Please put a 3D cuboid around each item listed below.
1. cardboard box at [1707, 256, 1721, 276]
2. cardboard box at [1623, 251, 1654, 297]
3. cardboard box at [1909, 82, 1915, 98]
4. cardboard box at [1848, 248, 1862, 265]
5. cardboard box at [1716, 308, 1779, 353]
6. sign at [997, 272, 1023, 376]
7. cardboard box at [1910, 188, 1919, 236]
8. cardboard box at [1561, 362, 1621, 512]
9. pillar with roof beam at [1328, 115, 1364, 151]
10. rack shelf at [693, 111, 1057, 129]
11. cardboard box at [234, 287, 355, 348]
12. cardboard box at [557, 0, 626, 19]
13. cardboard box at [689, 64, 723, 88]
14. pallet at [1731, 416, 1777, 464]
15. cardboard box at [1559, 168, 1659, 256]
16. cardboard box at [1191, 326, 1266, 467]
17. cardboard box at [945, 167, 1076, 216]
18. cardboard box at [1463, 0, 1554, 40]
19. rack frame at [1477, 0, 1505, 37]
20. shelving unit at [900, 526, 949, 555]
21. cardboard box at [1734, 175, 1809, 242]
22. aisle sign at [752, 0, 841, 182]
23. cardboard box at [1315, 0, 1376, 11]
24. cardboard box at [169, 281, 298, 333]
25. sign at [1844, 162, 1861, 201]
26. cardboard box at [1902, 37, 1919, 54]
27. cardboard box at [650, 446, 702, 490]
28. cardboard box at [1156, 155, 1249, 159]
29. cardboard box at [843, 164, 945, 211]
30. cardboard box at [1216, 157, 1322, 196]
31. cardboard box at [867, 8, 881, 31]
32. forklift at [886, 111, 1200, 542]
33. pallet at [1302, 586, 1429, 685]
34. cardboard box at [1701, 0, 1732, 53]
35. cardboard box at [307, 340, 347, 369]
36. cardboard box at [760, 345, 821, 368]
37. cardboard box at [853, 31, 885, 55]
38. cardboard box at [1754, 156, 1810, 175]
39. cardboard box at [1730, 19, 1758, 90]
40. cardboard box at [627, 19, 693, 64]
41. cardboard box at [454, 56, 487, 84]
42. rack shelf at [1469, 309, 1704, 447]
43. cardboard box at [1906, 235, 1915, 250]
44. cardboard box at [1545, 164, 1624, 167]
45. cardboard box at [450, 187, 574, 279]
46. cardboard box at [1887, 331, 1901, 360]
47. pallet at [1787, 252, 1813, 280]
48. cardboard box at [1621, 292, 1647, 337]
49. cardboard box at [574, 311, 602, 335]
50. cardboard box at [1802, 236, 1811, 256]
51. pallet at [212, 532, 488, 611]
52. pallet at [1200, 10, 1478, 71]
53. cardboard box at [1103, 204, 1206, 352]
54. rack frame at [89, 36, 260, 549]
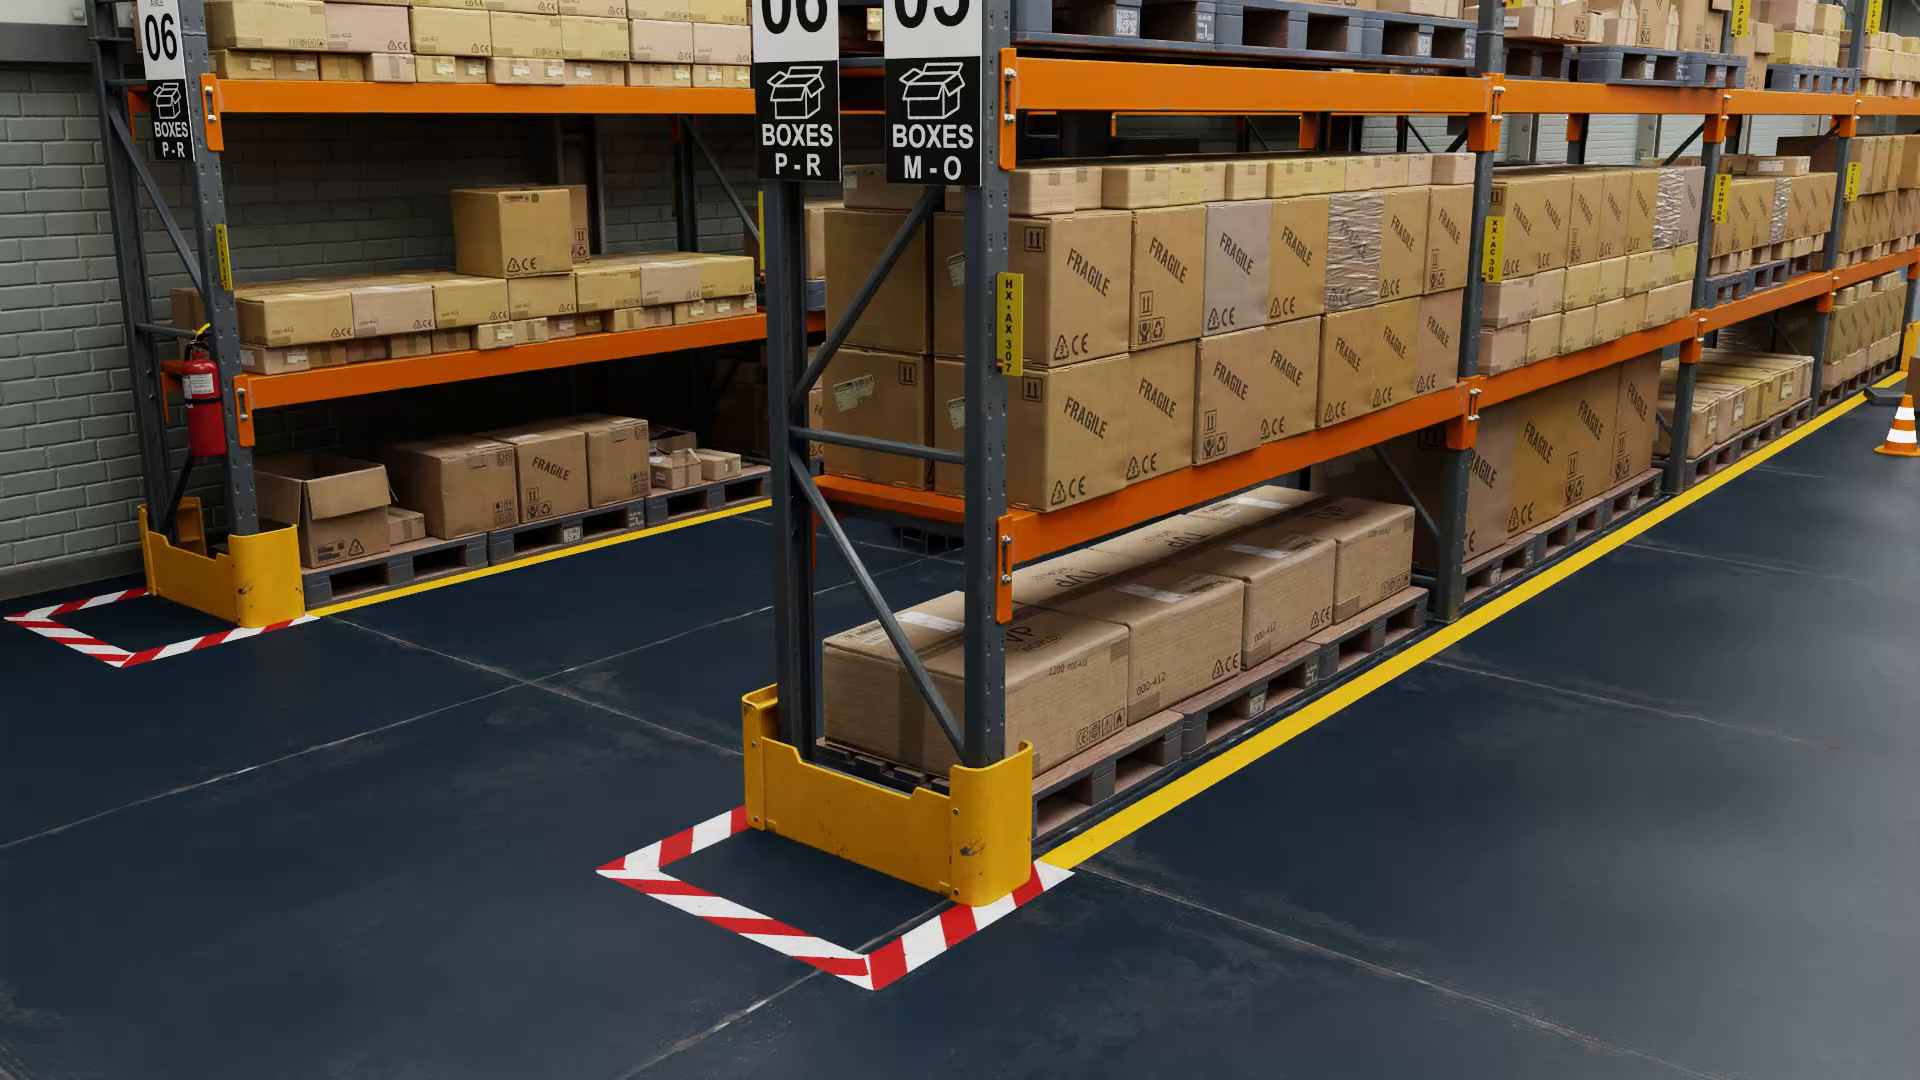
[{"bbox_3d":[5.312,-2.016,12.125,0.380,0.149,0.250,10,17,34],"label":"cardboard box"},{"bbox_3d":[4.027,-1.690,10.471,0.500,0.250,0.500,11,18,36],"label":"cardboard box"},{"bbox_3d":[9.126,-4.413,16.321,0.380,0.149,0.250,11,18,37],"label":"cardboard box"},{"bbox_3d":[8.165,-2.661,15.516,0.380,0.149,0.250,12,19,39],"label":"cardboard box"},{"bbox_3d":[7.437,-2.007,15.641,0.500,0.500,0.500,11,18,37],"label":"cardboard box"},{"bbox_3d":[0.159,-0.691,5.332,0.100,0.325,0.005,11,18,38],"label":"sign"},{"bbox_3d":[9.661,-3.430,17.227,0.500,0.500,0.500,11,18,37],"label":"cardboard box"},{"bbox_3d":[3.697,-0.736,10.892,0.875,0.875,0.875,12,18,38],"label":"cardboard box"},{"bbox_3d":[8.134,-6.399,17.536,9.100,9.000,0.400,11,18,38],"label":"pillar with roof beam"},{"bbox_3d":[-0.361,-3.342,13.054,1.077,0.370,4.000,11,18,38],"label":"rack shelf"},{"bbox_3d":[-3.637,-1.204,8.971,0.500,0.250,0.500,11,18,38],"label":"cardboard box"},{"bbox_3d":[-2.385,-3.293,10.086,0.500,0.250,0.500,12,18,39],"label":"cardboard box"},{"bbox_3d":[-1.770,-3.025,10.855,0.380,0.149,0.250,11,18,37],"label":"cardboard box"},{"bbox_3d":[6.019,-0.883,13.669,1.003,0.211,1.213,11,18,38],"label":"pallet"},{"bbox_3d":[4.005,-2.052,10.375,0.500,0.500,0.500,11,18,38],"label":"cardboard box"},{"bbox_3d":[0.886,-0.612,6.736,0.500,0.500,0.500,11,18,37],"label":"cardboard box"},{"bbox_3d":[0.170,-1.193,5.674,0.380,0.149,0.250,12,18,39],"label":"cardboard box"},{"bbox_3d":[2.832,-2.720,8.566,0.396,0.266,0.258,11,18,37],"label":"cardboard box"},{"bbox_3d":[2.245,-3.994,8.068,1.000,3.000,0.127,11,18,38],"label":"rack frame"},{"bbox_3d":[-0.222,-0.525,10.251,0.258,1.200,0.189,13,19,41],"label":"shelving unit"},{"bbox_3d":[6.522,-2.697,13.488,0.500,0.500,0.500,12,19,39],"label":"cardboard box"},{"bbox_3d":[-0.555,-1.614,5.605,0.394,0.787,0.004,11,18,38],"label":"aisle sign"},{"bbox_3d":[1.423,-2.579,7.324,0.797,0.503,0.637,13,19,42],"label":"cardboard box"},{"bbox_3d":[-4.049,-1.288,9.302,0.500,0.250,0.500,12,19,39],"label":"cardboard box"},{"bbox_3d":[7.707,-3.094,14.359,0.100,0.325,0.005,11,18,38],"label":"sign"},{"bbox_3d":[8.867,-4.693,15.805,0.380,0.149,0.250,12,18,39],"label":"cardboard box"},{"bbox_3d":[-1.964,-0.511,11.244,0.396,0.266,0.258,12,19,40],"label":"cardboard box"},{"bbox_3d":[1.081,-1.661,7.518,0.380,0.149,0.250,11,18,37],"label":"cardboard box"},{"bbox_3d":[-0.199,-1.267,5.968,0.380,0.149,0.250,12,18,38],"label":"cardboard box"},{"bbox_3d":[1.304,-1.541,7.045,0.380,0.149,0.250,11,18,38],"label":"cardboard box"},{"bbox_3d":[-0.784,-3.675,11.756,0.380,0.149,0.250,11,18,37],"label":"cardboard box"},{"bbox_3d":[0.881,-1.653,11.177,1.130,2.935,3.031,13,19,41],"label":"forklift"},{"bbox_3d":[1.707,0.399,8.624,1.003,0.211,1.213,11,18,38],"label":"pallet"},{"bbox_3d":[4.640,-3.464,11.012,0.797,0.503,0.637,10,17,34],"label":"cardboard box"},{"bbox_3d":[-3.588,-1.042,9.143,0.380,0.149,0.250,12,18,39],"label":"cardboard box"},{"bbox_3d":[-1.232,-1.341,12.112,0.380,0.149,0.250,11,18,37],"label":"cardboard box"},{"bbox_3d":[-0.622,-3.576,11.971,0.380,0.149,0.250,12,18,38],"label":"cardboard box"},{"bbox_3d":[6.736,-3.071,13.644,0.380,0.149,0.250,11,18,36],"label":"cardboard box"},{"bbox_3d":[5.363,-3.534,12.148,0.700,0.500,0.500,11,18,38],"label":"cardboard box"},{"bbox_3d":[-2.045,-3.147,10.525,0.500,0.250,0.500,11,18,36],"label":"cardboard box"},{"bbox_3d":[-2.929,-2.685,9.520,0.380,0.149,0.250,11,18,37],"label":"cardboard box"},{"bbox_3d":[3.502,-1.120,10.403,1.077,0.370,4.000,11,18,38],"label":"rack shelf"},{"bbox_3d":[9.646,-3.092,17.213,0.380,0.149,0.250,11,18,37],"label":"cardboard box"},{"bbox_3d":[4.259,-2.329,11.463,0.500,0.500,0.500,11,18,36],"label":"cardboard box"},{"bbox_3d":[-2.695,-1.855,10.010,0.500,0.500,0.500,12,18,39],"label":"cardboard box"},{"bbox_3d":[9.474,-2.054,17.348,0.500,0.250,0.500,11,18,37],"label":"cardboard box"},{"bbox_3d":[6.680,-2.401,14.373,1.003,0.211,1.213,11,18,38],"label":"pallet"},{"bbox_3d":[4.006,-1.448,10.536,0.500,0.250,0.500,11,18,37],"label":"cardboard box"},{"bbox_3d":[-2.487,-1.393,10.526,0.380,0.149,0.250,12,18,38],"label":"cardboard box"},{"bbox_3d":[6.851,-2.456,13.856,0.380,0.149,0.250,11,18,37],"label":"cardboard box"},{"bbox_3d":[-3.584,0.097,9.814,1.003,0.211,1.213,11,18,38],"label":"pallet"},{"bbox_3d":[1.723,-2.342,7.837,1.003,0.211,1.213,11,18,38],"label":"pallet"},{"bbox_3d":[0.574,-1.001,6.237,0.500,0.500,0.500,11,18,36],"label":"cardboard box"},{"bbox_3d":[-4.132,-1.088,8.812,1.000,3.000,0.127,11,18,38],"label":"rack frame"}]
